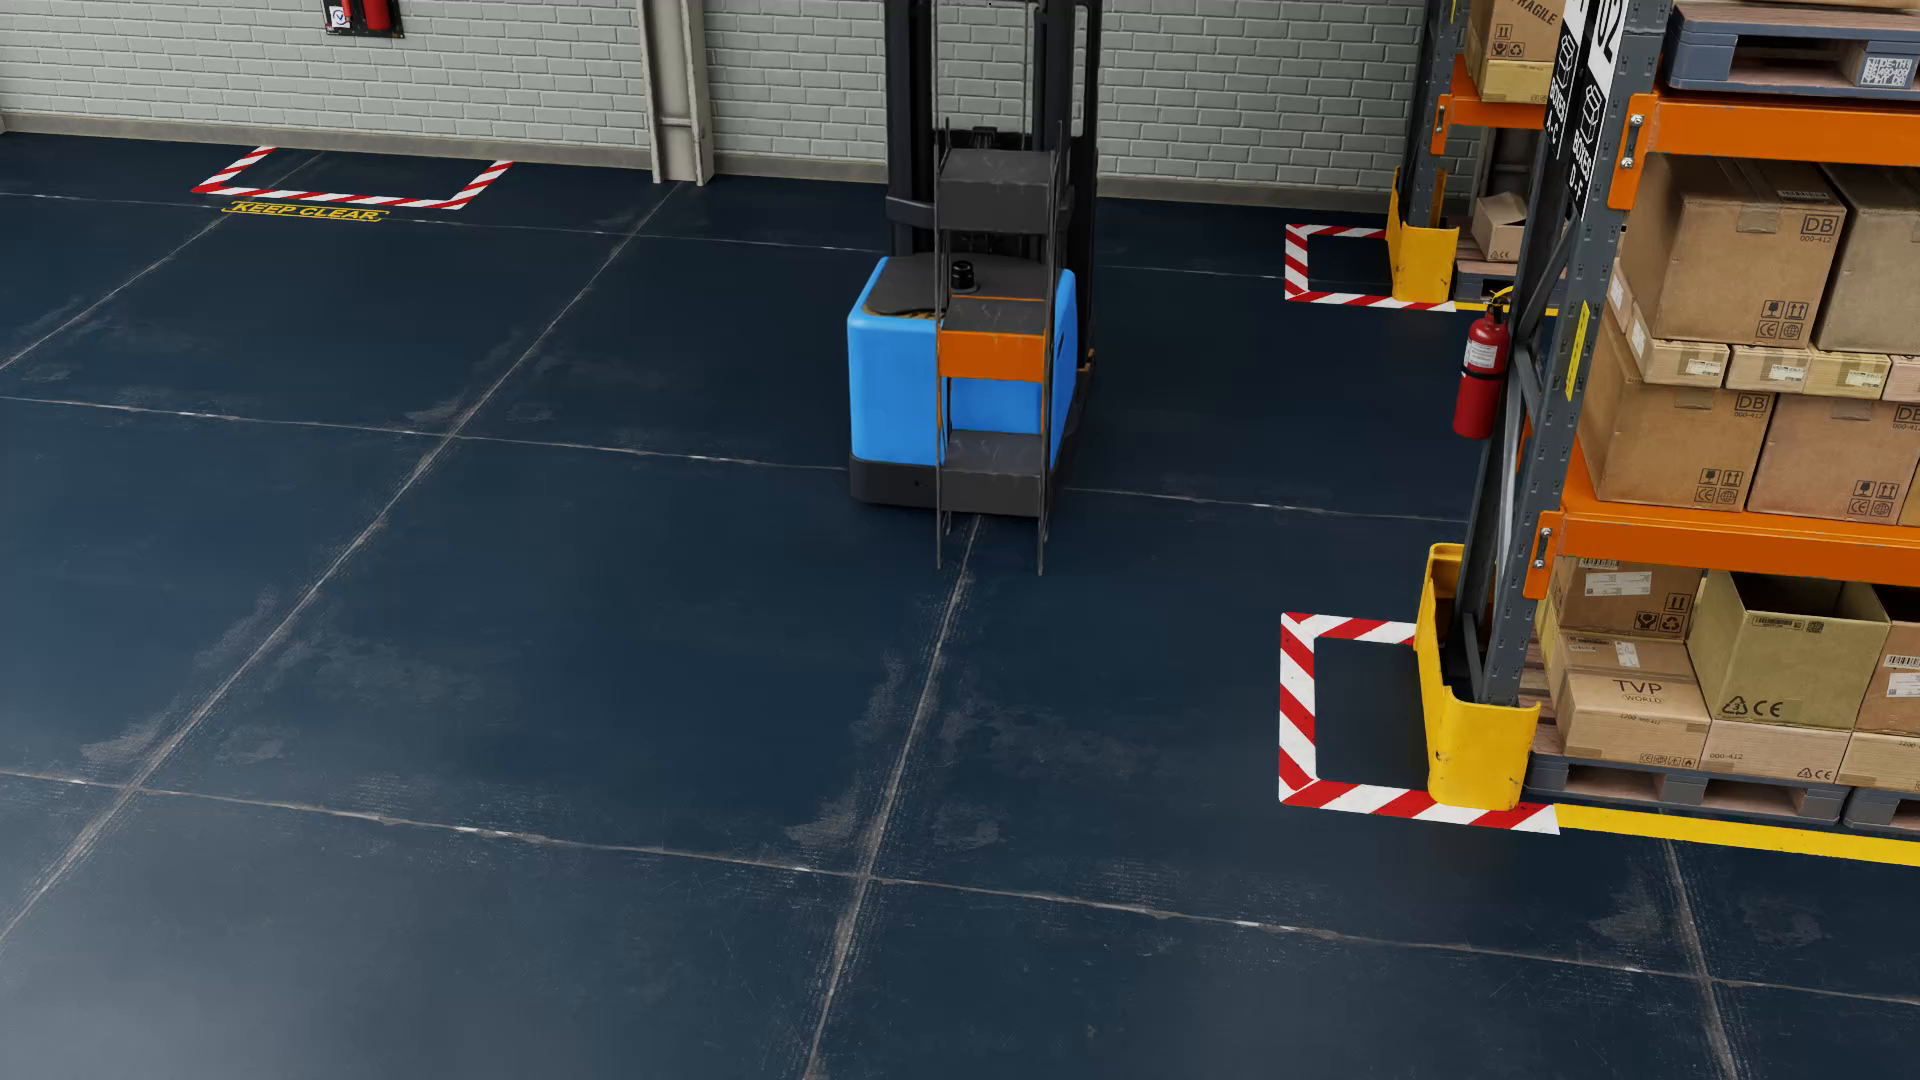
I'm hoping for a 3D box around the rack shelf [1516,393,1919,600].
[{"bbox_3d":[4.124,-0.033,6.154,4.000,0.370,1.077,5,32,8],"label":"rack shelf"}]

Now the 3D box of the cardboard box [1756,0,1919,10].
[{"bbox_3d":[2.719,-2.016,5.191,0.637,0.503,0.797,7,33,12],"label":"cardboard box"}]

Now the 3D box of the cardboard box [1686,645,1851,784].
[{"bbox_3d":[3.138,0.678,6.536,0.500,0.250,0.500,5,32,8],"label":"cardboard box"}]

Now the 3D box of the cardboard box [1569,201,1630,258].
[{"bbox_3d":[4.211,-1.995,10.730,0.500,0.311,0.500,8,33,12],"label":"cardboard box"}]

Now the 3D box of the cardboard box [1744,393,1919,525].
[{"bbox_3d":[3.129,-0.467,6.074,0.500,0.500,0.700,6,33,9],"label":"cardboard box"}]

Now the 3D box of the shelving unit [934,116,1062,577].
[{"bbox_3d":[0.165,-0.834,7.603,0.503,2.100,0.431,4,32,6],"label":"shelving unit"}]

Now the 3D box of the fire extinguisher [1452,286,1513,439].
[{"bbox_3d":[2.114,-0.738,6.674,0.183,0.674,0.296,5,32,8],"label":"fire extinguisher"}]

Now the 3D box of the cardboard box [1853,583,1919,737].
[{"bbox_3d":[3.632,0.398,6.275,0.500,0.500,0.500,5,32,8],"label":"cardboard box"}]

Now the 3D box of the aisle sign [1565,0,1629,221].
[{"bbox_3d":[2.037,-1.465,5.312,0.004,0.787,0.394,5,32,8],"label":"aisle sign"}]

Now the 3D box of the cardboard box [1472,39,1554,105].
[{"bbox_3d":[3.410,-2.843,10.088,0.500,0.250,0.500,4,32,7],"label":"cardboard box"}]

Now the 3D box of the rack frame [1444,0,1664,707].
[{"bbox_3d":[2.153,-0.517,6.249,0.127,3.000,1.000,5,32,8],"label":"rack frame"}]

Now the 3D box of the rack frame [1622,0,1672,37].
[{"bbox_3d":[2.153,-3.060,4.657,0.127,3.000,1.000,5,32,8],"label":"rack frame"}]

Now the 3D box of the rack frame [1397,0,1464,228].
[{"bbox_3d":[2.983,-3.108,10.388,0.127,3.000,1.000,5,32,8],"label":"rack frame"}]

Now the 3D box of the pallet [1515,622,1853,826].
[{"bbox_3d":[2.914,0.711,6.914,1.213,0.211,1.003,5,32,8],"label":"pallet"}]

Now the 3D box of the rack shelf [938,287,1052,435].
[{"bbox_3d":[0.165,-0.822,7.610,0.480,0.518,0.431,4,32,6],"label":"rack shelf"}]

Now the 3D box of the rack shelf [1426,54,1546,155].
[{"bbox_3d":[4.954,-2.625,10.294,4.000,0.370,1.077,5,32,8],"label":"rack shelf"}]

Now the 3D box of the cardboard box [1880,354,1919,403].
[{"bbox_3d":[3.258,-0.618,5.704,0.250,0.149,0.380,5,32,7],"label":"cardboard box"}]

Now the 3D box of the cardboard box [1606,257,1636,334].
[{"bbox_3d":[2.562,-0.900,6.155,0.250,0.149,0.380,5,32,7],"label":"cardboard box"}]

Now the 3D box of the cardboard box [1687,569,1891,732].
[{"bbox_3d":[3.137,0.361,6.336,0.500,0.500,0.500,5,32,8],"label":"cardboard box"}]

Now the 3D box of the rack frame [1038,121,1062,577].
[{"bbox_3d":[0.407,-0.817,7.577,0.015,2.100,0.400,4,32,6],"label":"rack frame"}]

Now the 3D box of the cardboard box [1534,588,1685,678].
[{"bbox_3d":[2.731,0.364,7.037,0.500,0.250,0.500,5,32,8],"label":"cardboard box"}]

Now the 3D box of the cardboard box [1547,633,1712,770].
[{"bbox_3d":[2.644,0.635,6.604,0.500,0.250,0.500,5,32,8],"label":"cardboard box"}]

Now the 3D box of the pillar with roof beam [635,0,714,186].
[{"bbox_3d":[-2.821,-4.325,6.678,0.400,9.000,9.100,5,32,8],"label":"pillar with roof beam"}]

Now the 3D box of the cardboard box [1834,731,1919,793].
[{"bbox_3d":[3.630,0.722,6.465,0.500,0.250,0.500,5,32,8],"label":"cardboard box"}]

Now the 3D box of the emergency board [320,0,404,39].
[{"bbox_3d":[-4.526,-4.274,12.251,0.643,1.169,0.194,5,32,8],"label":"emergency board"}]

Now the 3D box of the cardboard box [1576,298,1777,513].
[{"bbox_3d":[2.611,-0.511,6.145,0.500,0.500,0.700,5,32,8],"label":"cardboard box"}]

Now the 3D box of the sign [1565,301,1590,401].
[{"bbox_3d":[2.054,-0.628,5.535,0.005,0.325,0.100,5,32,8],"label":"sign"}]

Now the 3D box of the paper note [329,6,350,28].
[{"bbox_3d":[-4.689,-3.953,12.568,0.142,0.148,0.016,5,32,8],"label":"paper note"}]

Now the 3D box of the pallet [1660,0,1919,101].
[{"bbox_3d":[2.845,-1.674,5.354,1.213,0.211,1.003,5,32,8],"label":"pallet"}]

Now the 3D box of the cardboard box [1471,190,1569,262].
[{"bbox_3d":[3.649,-2.046,10.811,0.500,0.311,0.500,2,32,3],"label":"cardboard box"}]

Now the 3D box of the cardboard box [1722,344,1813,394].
[{"bbox_3d":[2.764,-0.664,5.779,0.250,0.149,0.380,4,32,7],"label":"cardboard box"}]

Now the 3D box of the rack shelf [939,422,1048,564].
[{"bbox_3d":[0.165,-0.229,7.982,0.480,0.518,0.431,4,32,6],"label":"rack shelf"}]

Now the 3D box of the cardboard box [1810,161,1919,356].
[{"bbox_3d":[3.182,-1.012,5.723,0.500,0.500,0.700,4,32,7],"label":"cardboard box"}]

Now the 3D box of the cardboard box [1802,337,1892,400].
[{"bbox_3d":[3.010,-0.641,5.742,0.250,0.149,0.380,5,32,8],"label":"cardboard box"}]

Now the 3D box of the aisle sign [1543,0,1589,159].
[{"bbox_3d":[2.137,-1.778,5.814,0.004,0.787,0.394,5,32,8],"label":"aisle sign"}]

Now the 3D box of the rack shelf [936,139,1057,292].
[{"bbox_3d":[0.165,-1.415,7.239,0.480,0.518,0.431,4,32,6],"label":"rack shelf"}]

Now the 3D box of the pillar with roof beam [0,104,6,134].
[{"bbox_3d":[-8.735,-4.861,7.534,0.400,9.000,9.100,5,32,8],"label":"pillar with roof beam"}]

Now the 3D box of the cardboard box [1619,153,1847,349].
[{"bbox_3d":[2.663,-1.056,5.793,0.500,0.500,0.700,5,32,8],"label":"cardboard box"}]

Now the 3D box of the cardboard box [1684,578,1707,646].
[{"bbox_3d":[3.226,0.402,6.976,0.500,0.250,0.500,5,32,8],"label":"cardboard box"}]

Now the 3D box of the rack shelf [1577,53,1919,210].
[{"bbox_3d":[4.124,-1.305,5.358,4.000,0.370,1.077,5,32,8],"label":"rack shelf"}]

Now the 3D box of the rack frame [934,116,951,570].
[{"bbox_3d":[-0.077,-0.850,7.629,0.015,2.100,0.400,4,32,6],"label":"rack frame"}]

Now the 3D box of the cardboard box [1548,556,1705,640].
[{"bbox_3d":[2.732,0.045,6.840,0.500,0.500,0.500,5,32,8],"label":"cardboard box"}]

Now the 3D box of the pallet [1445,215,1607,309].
[{"bbox_3d":[3.852,-1.828,10.972,1.213,0.211,1.003,5,32,8],"label":"pallet"}]

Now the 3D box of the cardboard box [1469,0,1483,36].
[{"bbox_3d":[3.483,-3.440,10.334,0.500,0.500,0.500,5,32,8],"label":"cardboard box"}]

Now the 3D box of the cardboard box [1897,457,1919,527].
[{"bbox_3d":[3.618,-0.419,5.998,0.500,0.500,0.700,5,32,9],"label":"cardboard box"}]

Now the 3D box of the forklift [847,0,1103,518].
[{"bbox_3d":[0.206,-2.123,8.880,1.130,2.935,3.031,5,32,8],"label":"forklift"}]

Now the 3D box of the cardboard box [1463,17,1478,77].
[{"bbox_3d":[3.476,-3.113,10.518,0.500,0.250,0.500,6,32,9],"label":"cardboard box"}]

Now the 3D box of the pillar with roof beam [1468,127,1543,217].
[{"bbox_3d":[3.094,-3.789,5.822,0.400,9.000,9.100,5,32,8],"label":"pillar with roof beam"}]

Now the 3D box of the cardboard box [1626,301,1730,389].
[{"bbox_3d":[2.503,-0.687,5.814,0.250,0.149,0.380,5,32,8],"label":"cardboard box"}]

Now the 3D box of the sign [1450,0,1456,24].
[{"bbox_3d":[2.891,-3.191,9.705,0.005,0.325,0.100,5,32,8],"label":"sign"}]

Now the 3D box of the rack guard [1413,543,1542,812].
[{"bbox_3d":[2.129,0.541,6.915,0.348,0.500,1.175,5,32,8],"label":"rack guard"}]

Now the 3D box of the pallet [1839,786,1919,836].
[{"bbox_3d":[4.113,0.822,6.738,1.213,0.211,1.003,5,32,8],"label":"pallet"}]

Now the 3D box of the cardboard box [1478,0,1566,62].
[{"bbox_3d":[3.403,-3.171,9.905,0.500,0.500,0.500,5,32,8],"label":"cardboard box"}]

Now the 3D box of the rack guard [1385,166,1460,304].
[{"bbox_3d":[3.057,-2.042,11.041,0.348,0.500,1.175,5,32,8],"label":"rack guard"}]
